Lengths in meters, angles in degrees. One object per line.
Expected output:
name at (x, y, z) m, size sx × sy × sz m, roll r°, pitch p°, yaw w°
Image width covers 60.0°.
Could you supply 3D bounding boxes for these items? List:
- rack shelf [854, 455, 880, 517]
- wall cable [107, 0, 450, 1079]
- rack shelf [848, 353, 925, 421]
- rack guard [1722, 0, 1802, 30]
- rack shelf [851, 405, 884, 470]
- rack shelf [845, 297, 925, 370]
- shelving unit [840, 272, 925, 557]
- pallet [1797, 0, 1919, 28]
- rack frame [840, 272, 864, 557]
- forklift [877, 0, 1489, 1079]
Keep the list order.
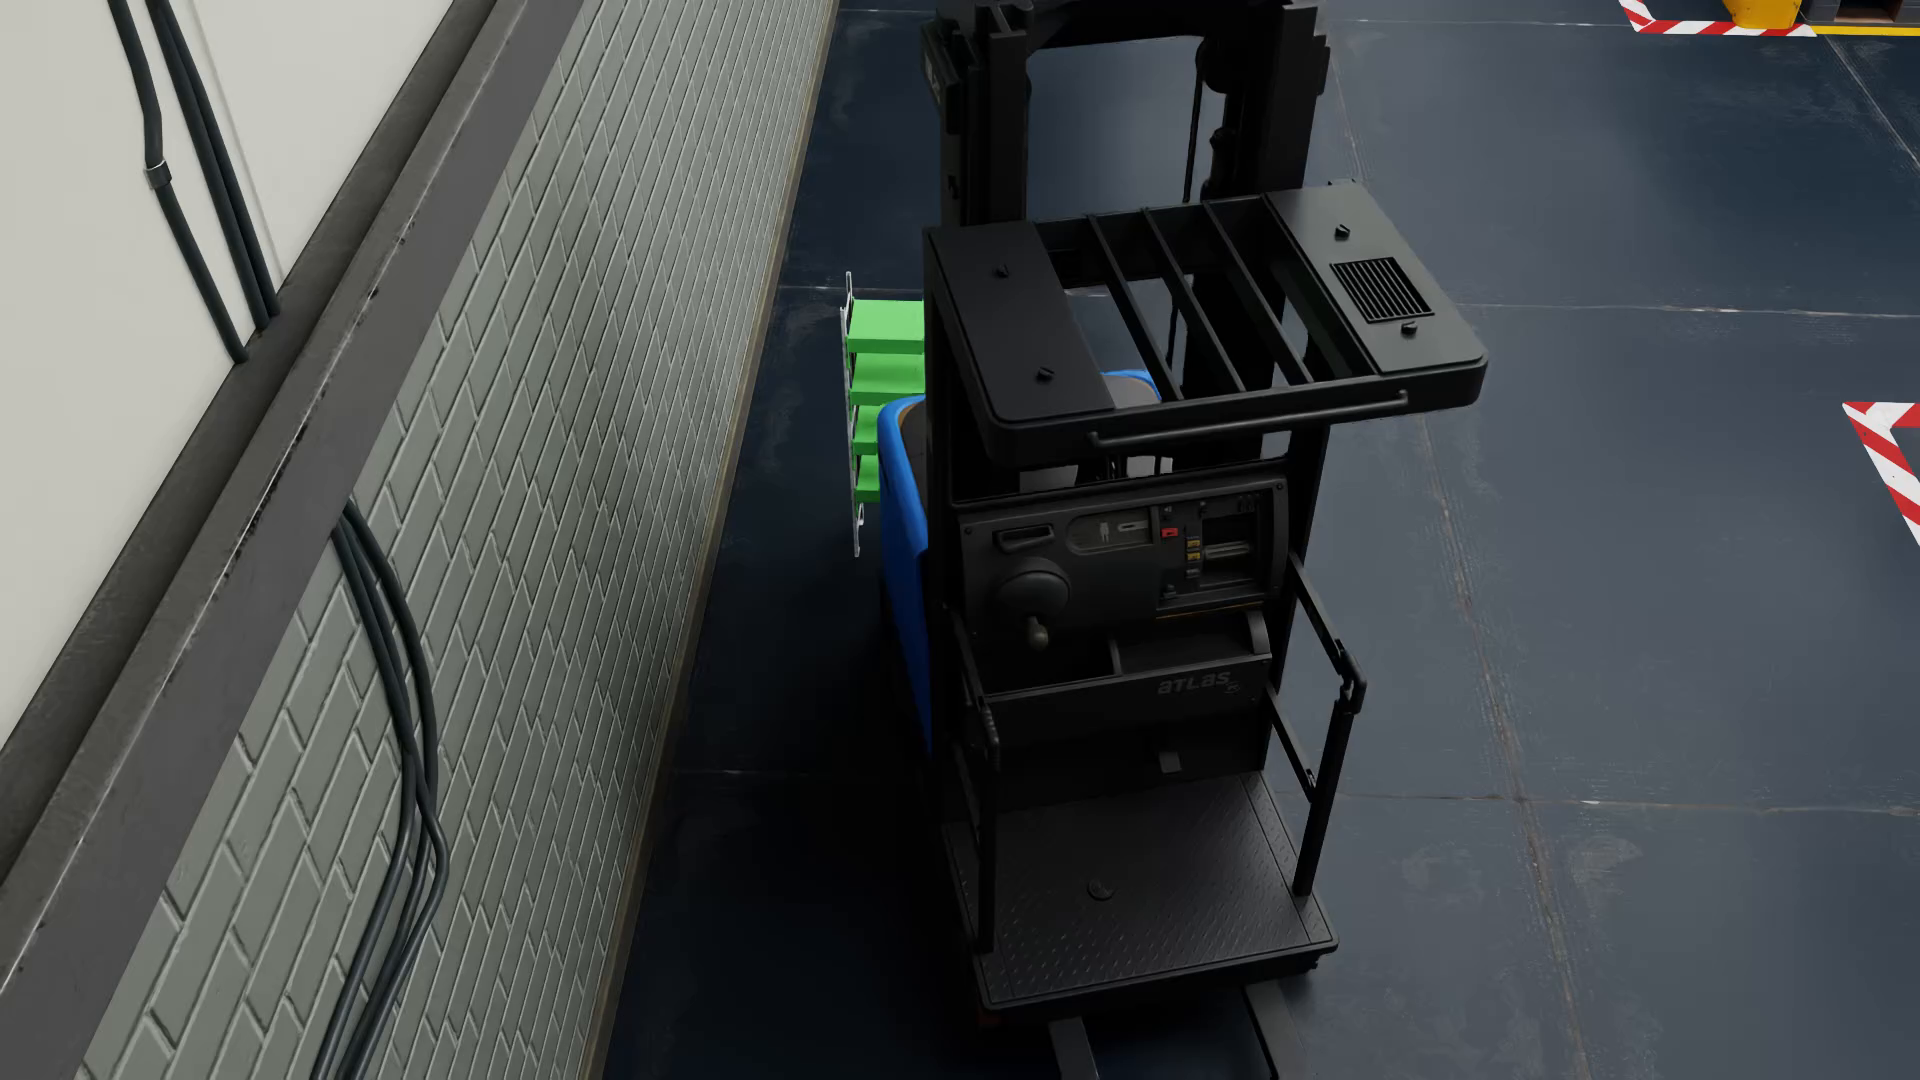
rack shelf at (-0.165, -0.222, 6.554) m, size 0.480 × 0.148 × 0.258 m, roll 2°, pitch 43°, yaw 2°
wall cable at (-1.144, 0.673, 1.703) m, size 0.112 × 2.526 × 3.097 m, roll 2°, pitch 43°, yaw 2°
rack shelf at (-0.165, -0.573, 6.226) m, size 0.480 × 0.148 × 0.258 m, roll 2°, pitch 43°, yaw 2°
rack guard at (4.912, -3.674, 10.327) m, size 0.348 × 0.500 × 1.175 m, roll 2°, pitch 43°, yaw 2°
rack shelf at (-0.165, -0.397, 6.390) m, size 0.480 × 0.148 × 0.258 m, roll 2°, pitch 43°, yaw 2°
rack shelf at (-0.165, -0.749, 6.063) m, size 0.480 × 0.148 × 0.258 m, roll 2°, pitch 43°, yaw 2°
shelving unit at (-0.165, -0.444, 6.346) m, size 0.503 × 1.200 × 0.258 m, roll 2°, pitch 43°, yaw 2°
pallet at (5.758, -3.525, 10.379) m, size 1.213 × 0.211 × 1.003 m, roll 2°, pitch 43°, yaw 2°
rack frame at (-0.409, -0.452, 6.355) m, size 0.015 × 1.200 × 0.240 m, roll 2°, pitch 43°, yaw 2°
forklift at (0.505, 0.148, 4.441) m, size 1.130 × 2.935 × 3.031 m, roll -8°, pitch 44°, yaw -9°
